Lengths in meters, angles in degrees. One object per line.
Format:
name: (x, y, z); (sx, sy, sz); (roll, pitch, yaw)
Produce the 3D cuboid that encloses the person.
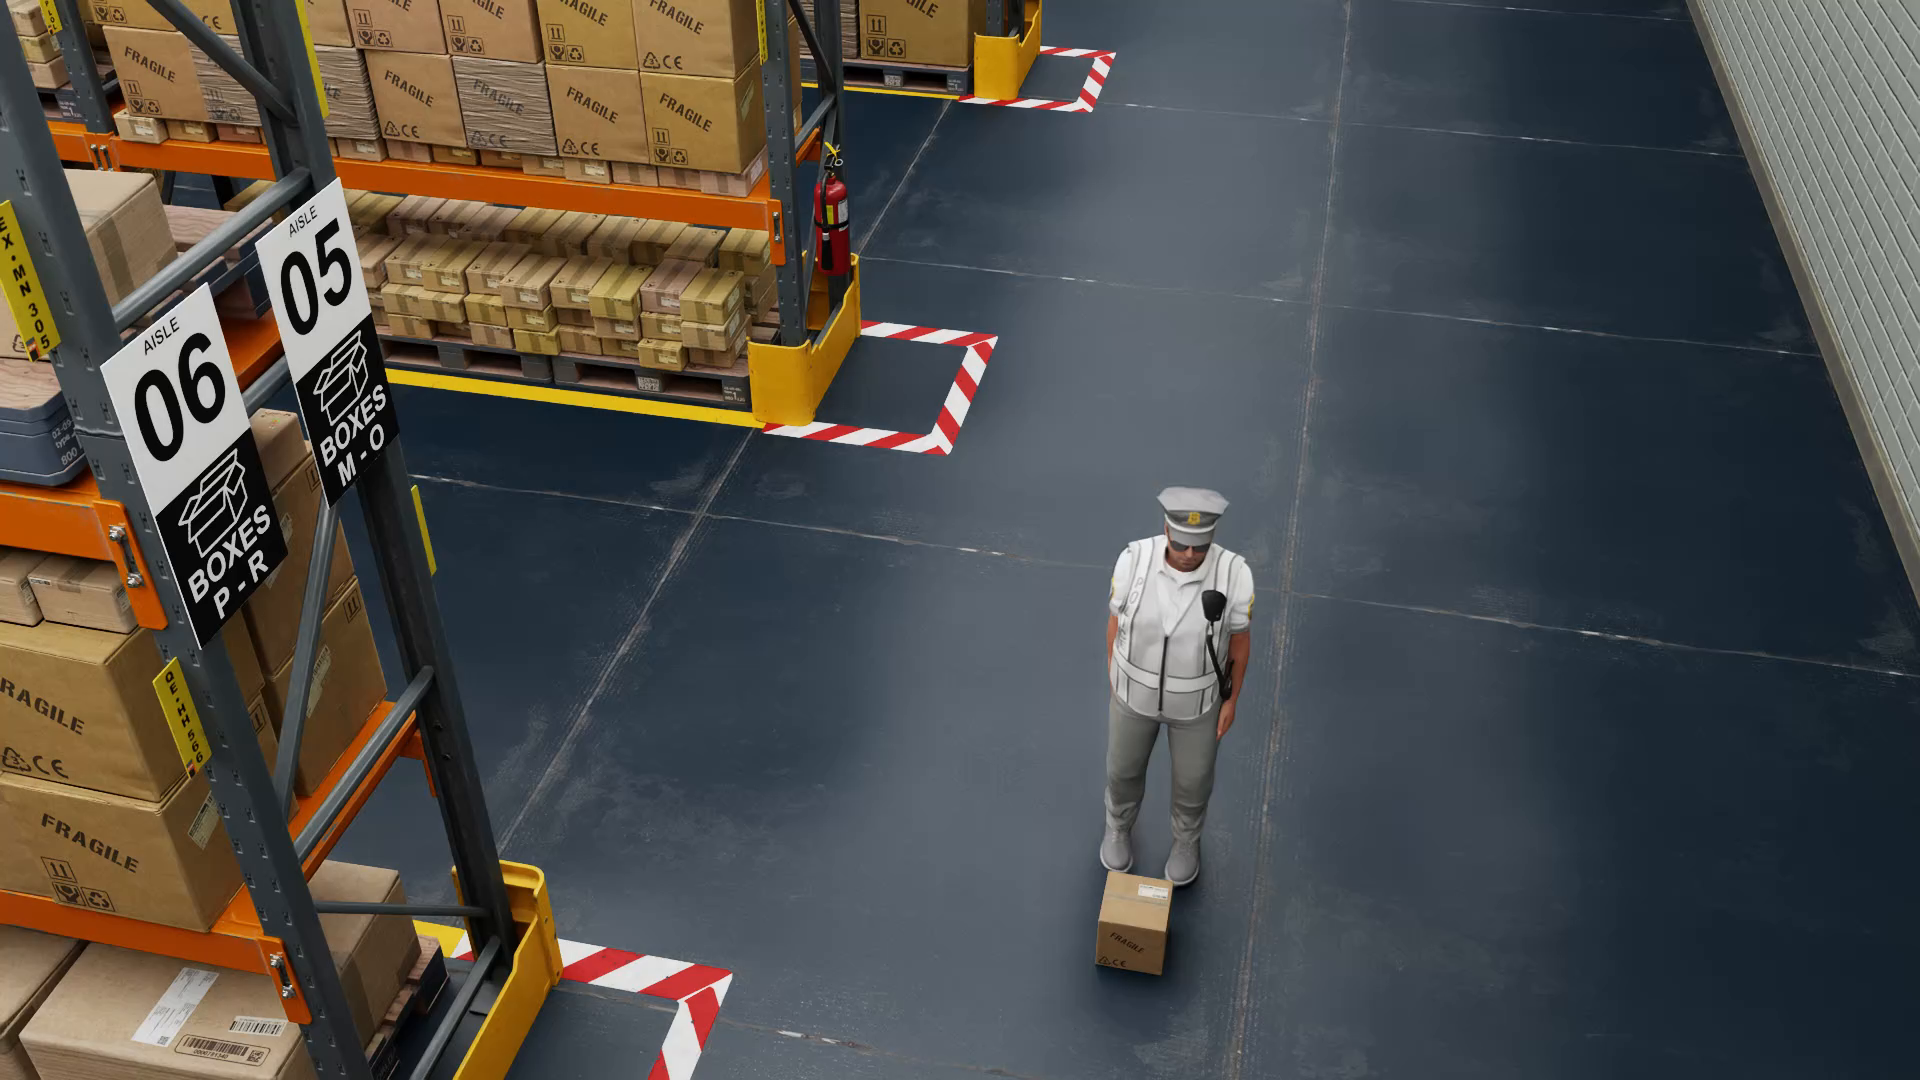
person: (0.791, 0.561, 6.204); (0.528, 1.756, 0.393); (8, 37, 11)
